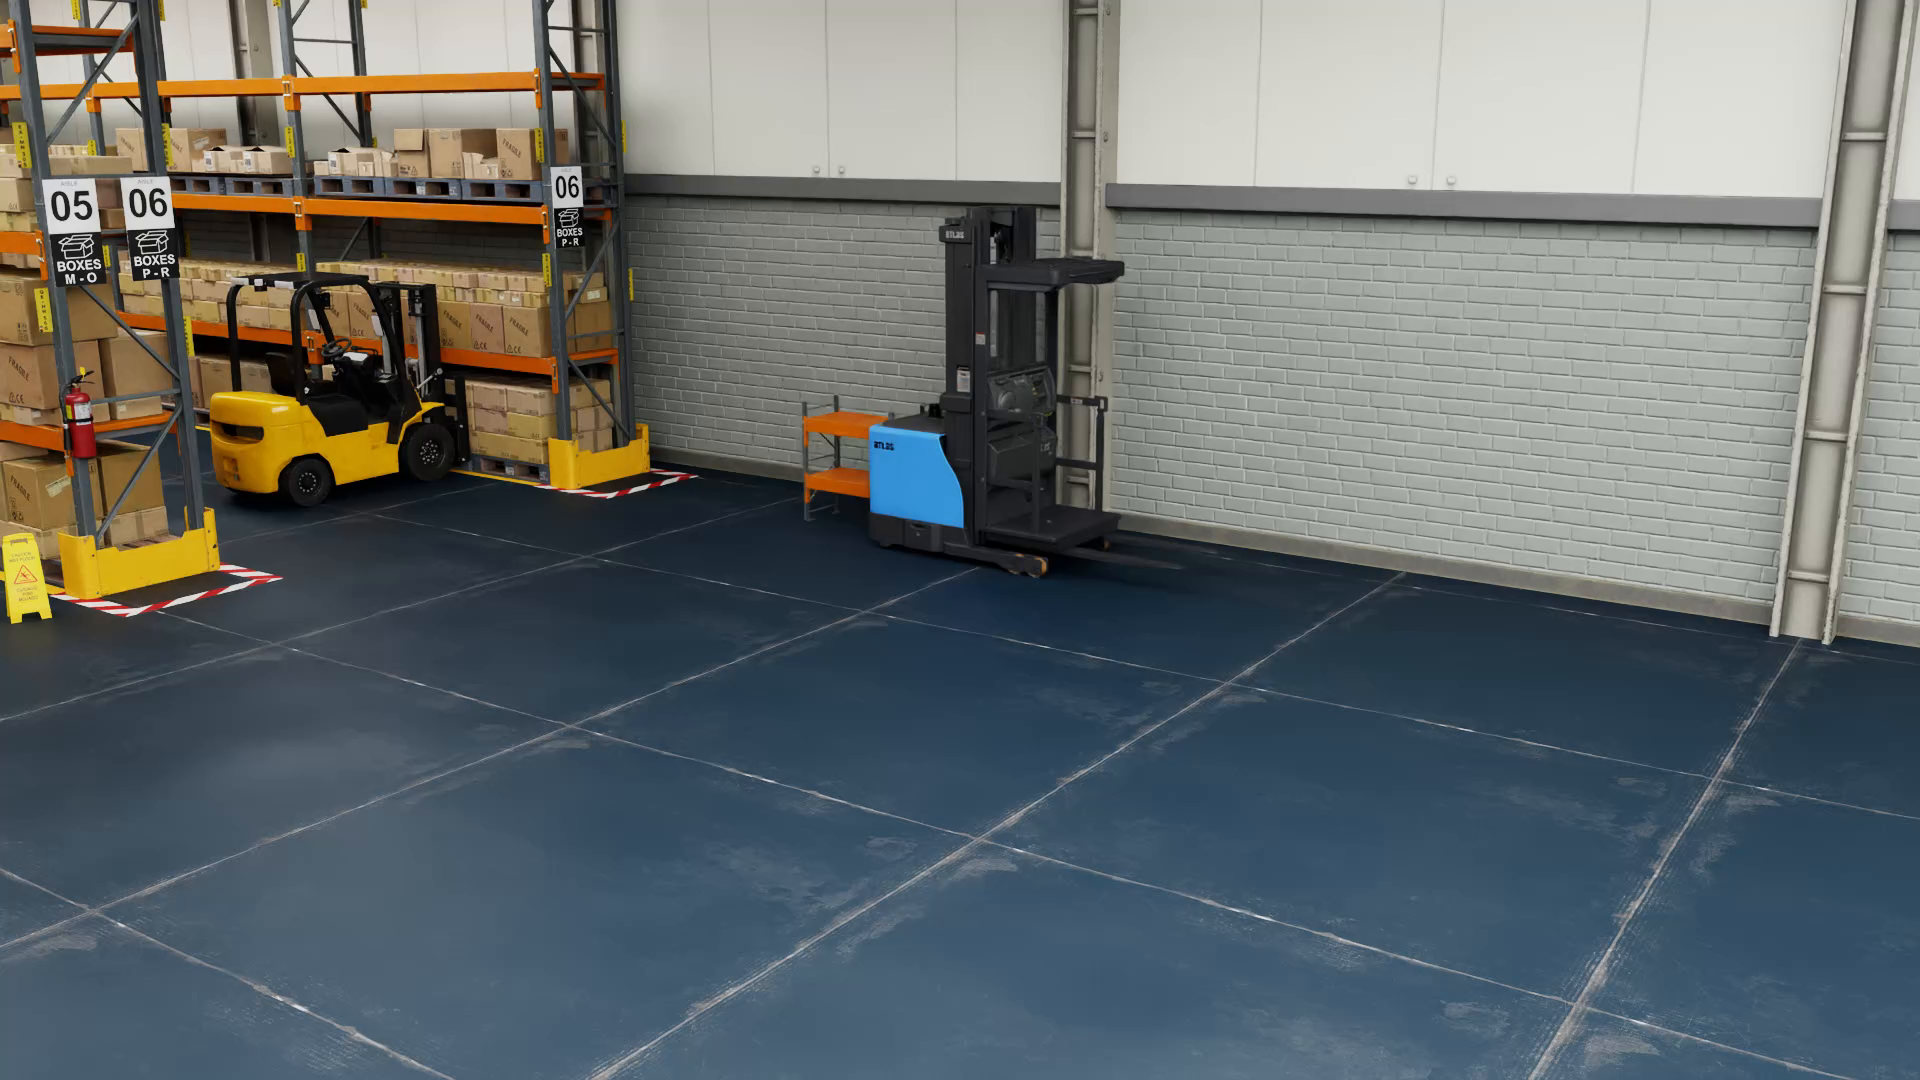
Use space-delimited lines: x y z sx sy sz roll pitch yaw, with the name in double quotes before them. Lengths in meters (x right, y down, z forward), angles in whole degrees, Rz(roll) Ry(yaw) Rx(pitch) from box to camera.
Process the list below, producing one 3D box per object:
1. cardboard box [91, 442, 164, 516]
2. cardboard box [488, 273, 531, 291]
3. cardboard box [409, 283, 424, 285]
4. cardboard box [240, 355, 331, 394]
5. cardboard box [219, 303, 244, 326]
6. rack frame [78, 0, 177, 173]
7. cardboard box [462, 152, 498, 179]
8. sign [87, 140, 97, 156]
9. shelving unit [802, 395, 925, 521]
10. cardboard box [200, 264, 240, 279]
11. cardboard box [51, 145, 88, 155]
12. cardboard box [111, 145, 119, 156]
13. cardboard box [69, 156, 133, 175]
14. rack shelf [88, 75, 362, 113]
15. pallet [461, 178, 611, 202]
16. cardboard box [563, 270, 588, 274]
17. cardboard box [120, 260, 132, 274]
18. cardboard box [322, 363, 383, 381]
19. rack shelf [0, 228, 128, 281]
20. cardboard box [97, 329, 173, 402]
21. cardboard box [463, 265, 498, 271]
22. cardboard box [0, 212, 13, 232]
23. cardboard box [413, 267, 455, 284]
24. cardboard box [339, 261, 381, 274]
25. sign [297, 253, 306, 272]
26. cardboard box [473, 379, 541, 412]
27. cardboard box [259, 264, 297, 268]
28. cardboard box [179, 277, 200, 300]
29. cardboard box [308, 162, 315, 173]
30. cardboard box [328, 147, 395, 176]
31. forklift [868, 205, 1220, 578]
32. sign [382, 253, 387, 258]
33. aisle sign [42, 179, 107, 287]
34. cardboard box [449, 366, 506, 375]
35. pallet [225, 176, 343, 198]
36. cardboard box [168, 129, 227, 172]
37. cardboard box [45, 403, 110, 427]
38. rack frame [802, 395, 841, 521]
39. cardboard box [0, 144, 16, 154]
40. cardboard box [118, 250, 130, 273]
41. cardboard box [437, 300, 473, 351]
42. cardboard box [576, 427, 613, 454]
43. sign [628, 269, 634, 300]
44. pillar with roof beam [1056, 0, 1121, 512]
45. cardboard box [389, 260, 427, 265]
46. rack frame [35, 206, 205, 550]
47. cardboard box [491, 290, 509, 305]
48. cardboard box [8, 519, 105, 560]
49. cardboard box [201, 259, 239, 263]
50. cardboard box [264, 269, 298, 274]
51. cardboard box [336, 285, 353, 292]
"cardboard box" -7.080 -0.515 13.947 0.500 0.500 0.500 9 16 31
"cardboard box" -4.647 -2.676 17.213 0.250 0.149 0.380 10 17 34
"cardboard box" -5.707 -2.699 17.924 0.250 0.149 0.380 9 16 32
"cardboard box" -8.176 -1.866 20.188 0.625 0.625 0.875 9 17 32
"cardboard box" -8.476 -2.723 19.894 0.500 0.250 0.500 9 17 33
"rack frame" -10.416 -6.090 20.699 0.127 3.000 1.000 9 17 33
"cardboard box" -4.845 -3.833 17.020 0.258 0.266 0.396 9 17 33
"sign" -10.721 -4.777 20.561 0.005 0.325 0.100 9 17 33
"shelving unit" -0.886 -0.701 15.314 1.048 1.125 0.538 10 17 35
"cardboard box" -8.969 -3.253 20.166 0.250 0.149 0.380 9 17 33
"cardboard box" -11.462 -5.011 21.444 0.250 0.149 0.380 9 16 32
"cardboard box" -10.762 -5.044 21.577 0.250 0.149 0.380 9 17 33
"cardboard box" -6.726 -2.925 13.016 0.250 0.149 0.380 9 17 32
"rack shelf" -8.757 -5.279 19.750 4.000 0.370 1.077 9 17 33
"pallet" -4.350 -3.618 17.140 1.213 0.211 1.003 9 17 33
"cardboard box" -4.123 -2.749 17.508 0.250 0.149 0.380 10 17 35
"cardboard box" -10.316 -3.440 20.920 0.250 0.149 0.380 10 17 34
"cardboard box" -6.871 -1.869 18.897 0.500 0.250 0.500 9 16 32
"rack shelf" -8.205 -2.490 13.895 4.000 0.370 1.077 9 17 33
"cardboard box" -6.783 -1.427 13.518 0.500 0.500 0.500 9 16 32
"cardboard box" -5.205 -2.914 18.175 0.250 0.149 0.380 9 17 33
"cardboard box" -7.222 -2.468 12.832 0.250 0.149 0.380 9 17 33
"cardboard box" -5.668 -2.861 17.960 0.250 0.149 0.380 9 17 33
"cardboard box" -6.721 -3.034 18.660 0.250 0.149 0.380 9 17 34
"sign" -7.392 -3.056 18.681 0.005 0.325 0.100 9 17 33
"cardboard box" -4.761 -1.527 17.515 0.500 0.250 0.500 10 17 34
"cardboard box" -8.297 -3.277 20.259 0.250 0.149 0.380 9 17 32
"cardboard box" -9.345 -3.099 20.370 0.500 0.250 0.500 9 16 31
"cardboard box" -7.692 -4.381 19.478 0.250 0.149 0.380 9 17 33
"cardboard box" -6.543 -4.147 18.193 0.500 0.311 0.500 10 17 34
"forklift" 0.689 -1.259 13.809 3.031 2.935 1.130 10 17 35
"sign" -6.789 -3.211 19.587 0.005 0.325 0.100 9 17 33
"aisle sign" -6.656 -2.311 12.506 0.004 0.787 0.394 9 17 33
"cardboard box" -5.318 -1.768 18.489 0.500 0.250 0.500 9 16 32
"pallet" -7.836 -4.121 19.382 1.217 0.209 0.805 8 16 31
"cardboard box" -9.106 -4.653 19.844 0.500 0.500 0.500 10 17 34
"cardboard box" -6.975 -1.001 13.146 0.250 0.149 0.380 10 17 35
"rack frame" -1.299 -0.772 15.602 0.032 1.125 0.500 10 17 35
"cardboard box" -12.422 -5.123 21.856 0.250 0.149 0.380 9 17 33
"cardboard box" -10.756 -3.531 21.762 0.500 0.500 0.500 10 17 35
"cardboard box" -5.184 -2.308 17.694 0.500 0.500 0.500 9 16 32
"cardboard box" -4.076 -1.079 17.789 0.500 0.250 0.500 9 17 33
"sign" -3.463 -2.674 17.416 0.005 0.325 0.100 9 17 33
"pillar with roof beam" -1.277 -3.627 10.750 0.400 9.000 9.100 9 17 33
"cardboard box" -6.251 -3.092 18.895 0.250 0.149 0.380 9 17 32
"rack frame" -6.545 -1.115 13.085 0.127 3.000 1.000 9 17 33
"cardboard box" -4.632 -2.535 17.262 0.250 0.149 0.380 10 17 34
"cardboard box" -7.386 -0.042 13.600 0.500 0.250 0.500 9 17 33
"cardboard box" -9.330 -3.460 20.998 0.250 0.149 0.380 9 16 32
"cardboard box" -7.902 -3.081 19.469 0.250 0.149 0.380 9 17 33
"cardboard box" -6.764 -2.876 18.639 0.250 0.149 0.380 10 17 34
